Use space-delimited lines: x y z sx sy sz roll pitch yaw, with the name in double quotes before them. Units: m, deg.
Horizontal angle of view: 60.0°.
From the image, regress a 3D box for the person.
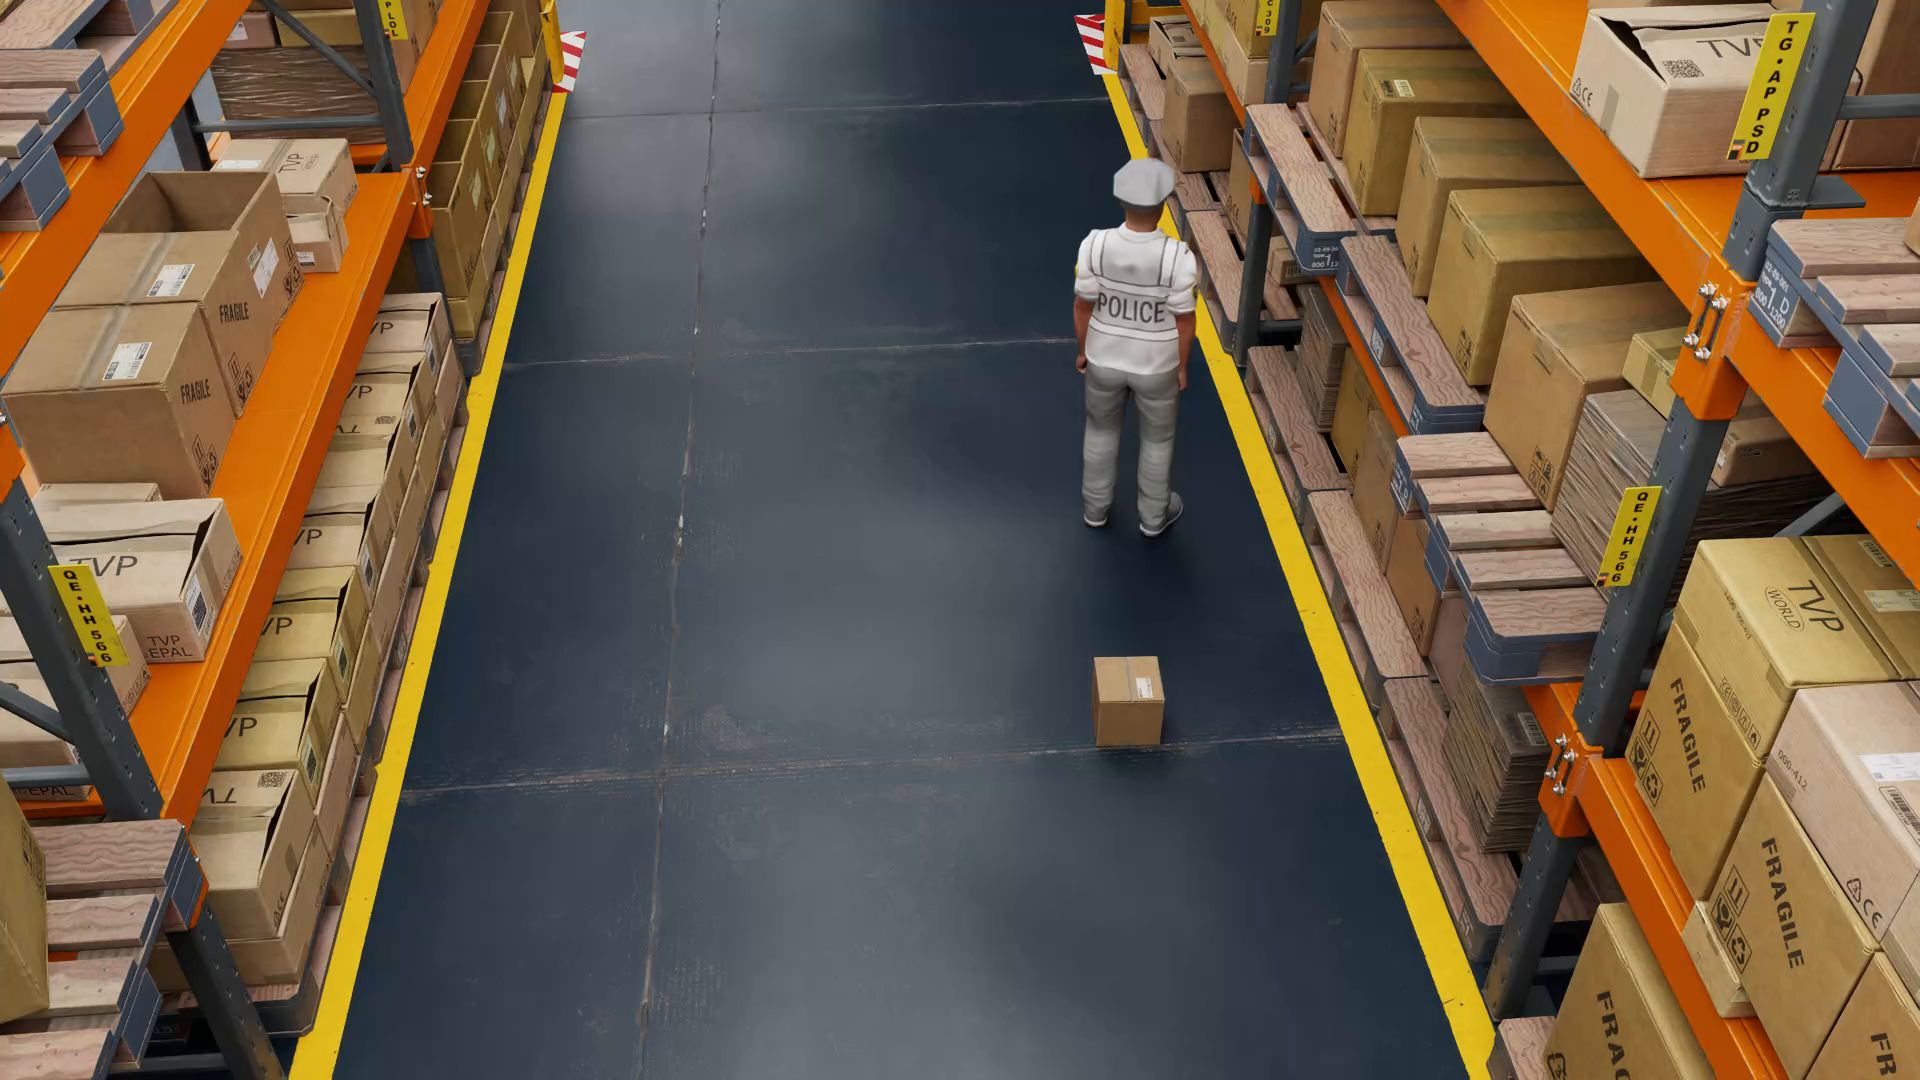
"person" 0.746 -0.794 7.123 0.525 1.774 0.399 10 40 13
